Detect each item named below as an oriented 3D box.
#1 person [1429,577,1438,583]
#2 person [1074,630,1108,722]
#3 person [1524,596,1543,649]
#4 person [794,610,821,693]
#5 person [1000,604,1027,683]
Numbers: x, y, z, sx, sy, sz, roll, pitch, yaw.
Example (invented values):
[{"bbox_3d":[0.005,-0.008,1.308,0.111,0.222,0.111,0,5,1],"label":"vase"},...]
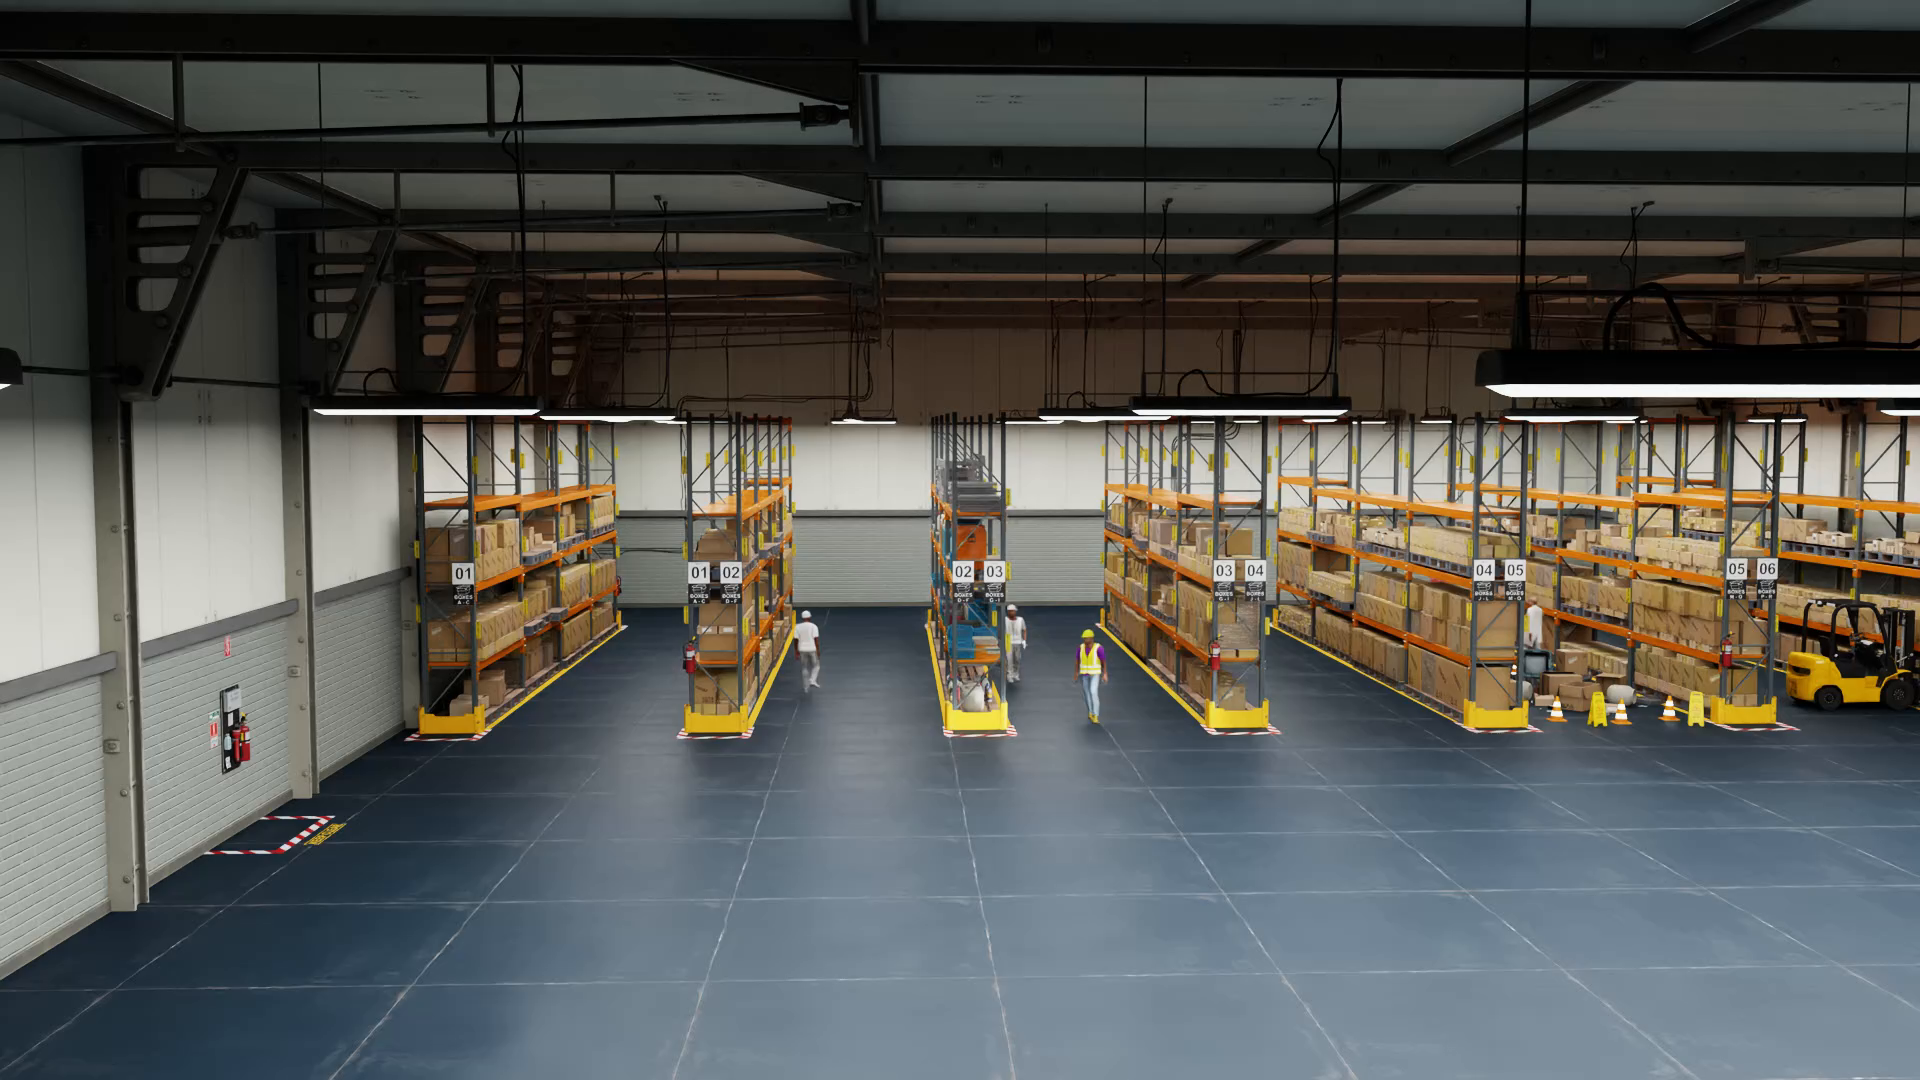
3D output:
[{"bbox_3d":[12.462,1.845,43.641,0.525,1.761,0.523,-2,4,-23],"label":"person"},{"bbox_3d":[2.499,2.639,32.361,0.663,1.757,0.760,2,4,28],"label":"person"},{"bbox_3d":[13.391,2.218,38.707,0.561,1.814,0.595,-1,4,-16],"label":"person"},{"bbox_3d":[-3.297,2.397,35.855,0.601,1.756,0.493,0,4,7],"label":"person"},{"bbox_3d":[1.199,2.311,36.933,0.575,1.738,1.024,0,4,-2],"label":"person"}]
